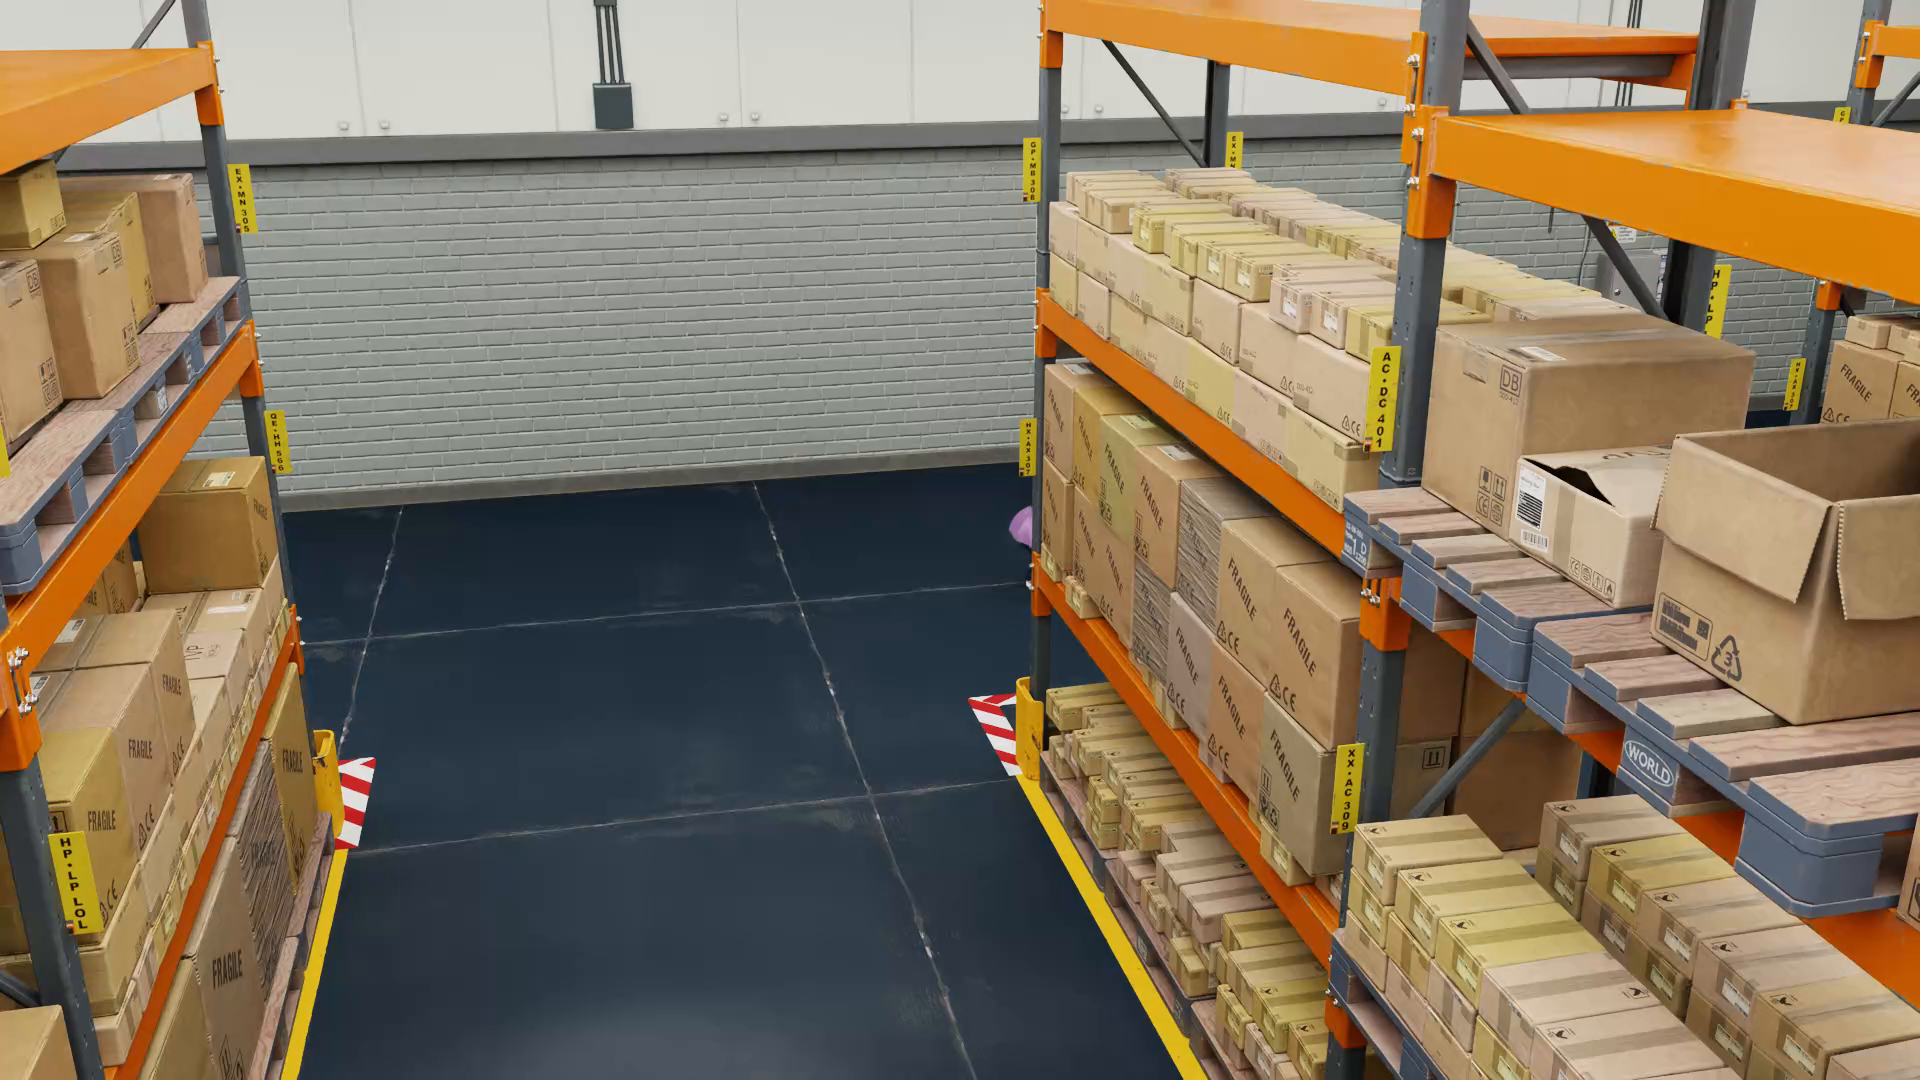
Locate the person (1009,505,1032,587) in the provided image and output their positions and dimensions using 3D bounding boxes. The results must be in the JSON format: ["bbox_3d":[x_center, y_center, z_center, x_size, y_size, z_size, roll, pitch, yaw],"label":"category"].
[{"bbox_3d":[0.782,0.052,12.297,0.867,0.707,0.417,-5,21,-14],"label":"person"}]
